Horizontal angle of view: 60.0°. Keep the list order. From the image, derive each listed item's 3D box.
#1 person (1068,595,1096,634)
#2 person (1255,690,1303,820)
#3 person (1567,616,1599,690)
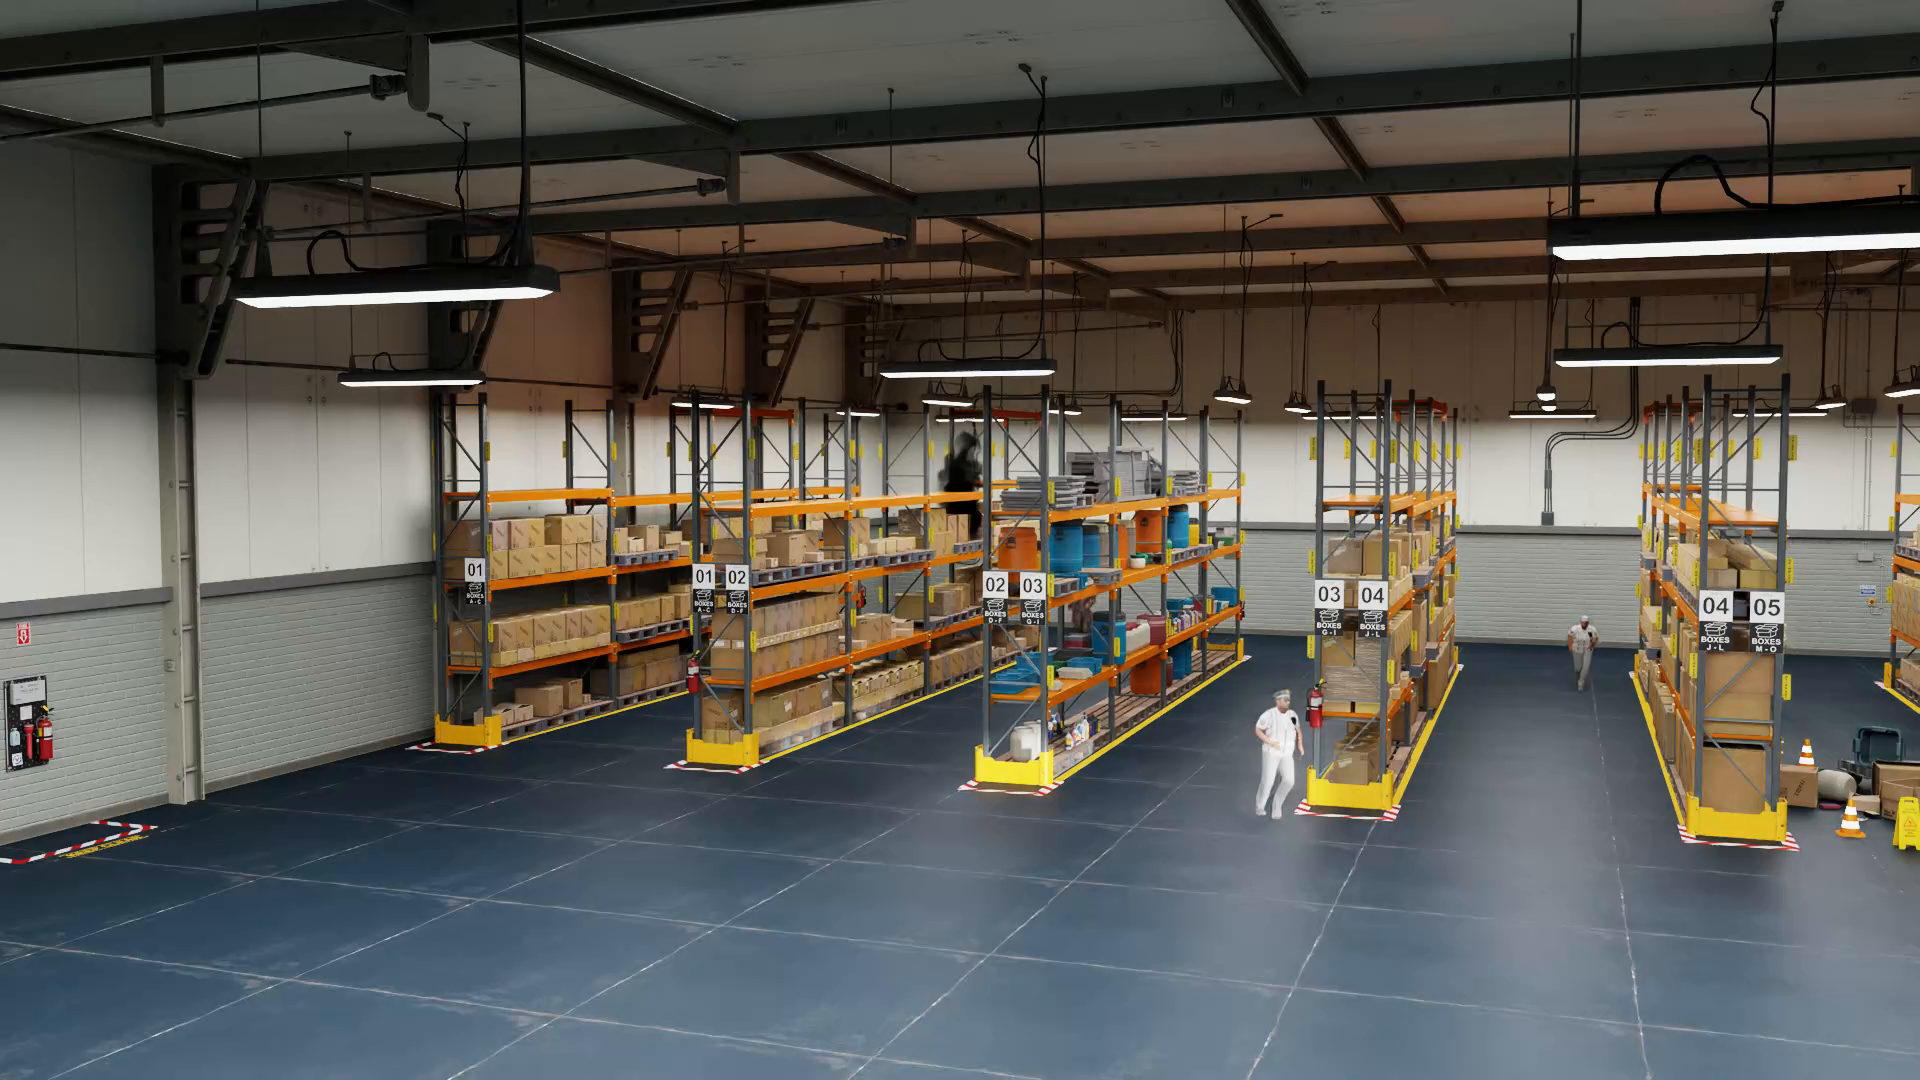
[{"bbox_3d":[2.885,1.746,39.505,0.711,1.741,0.609,0,3,4],"label":"person"},{"bbox_3d":[4.384,2.932,22.728,0.733,1.781,0.612,-1,3,-12],"label":"person"},{"bbox_3d":[13.095,2.369,34.963,0.599,1.602,0.755,1,3,11],"label":"person"}]
